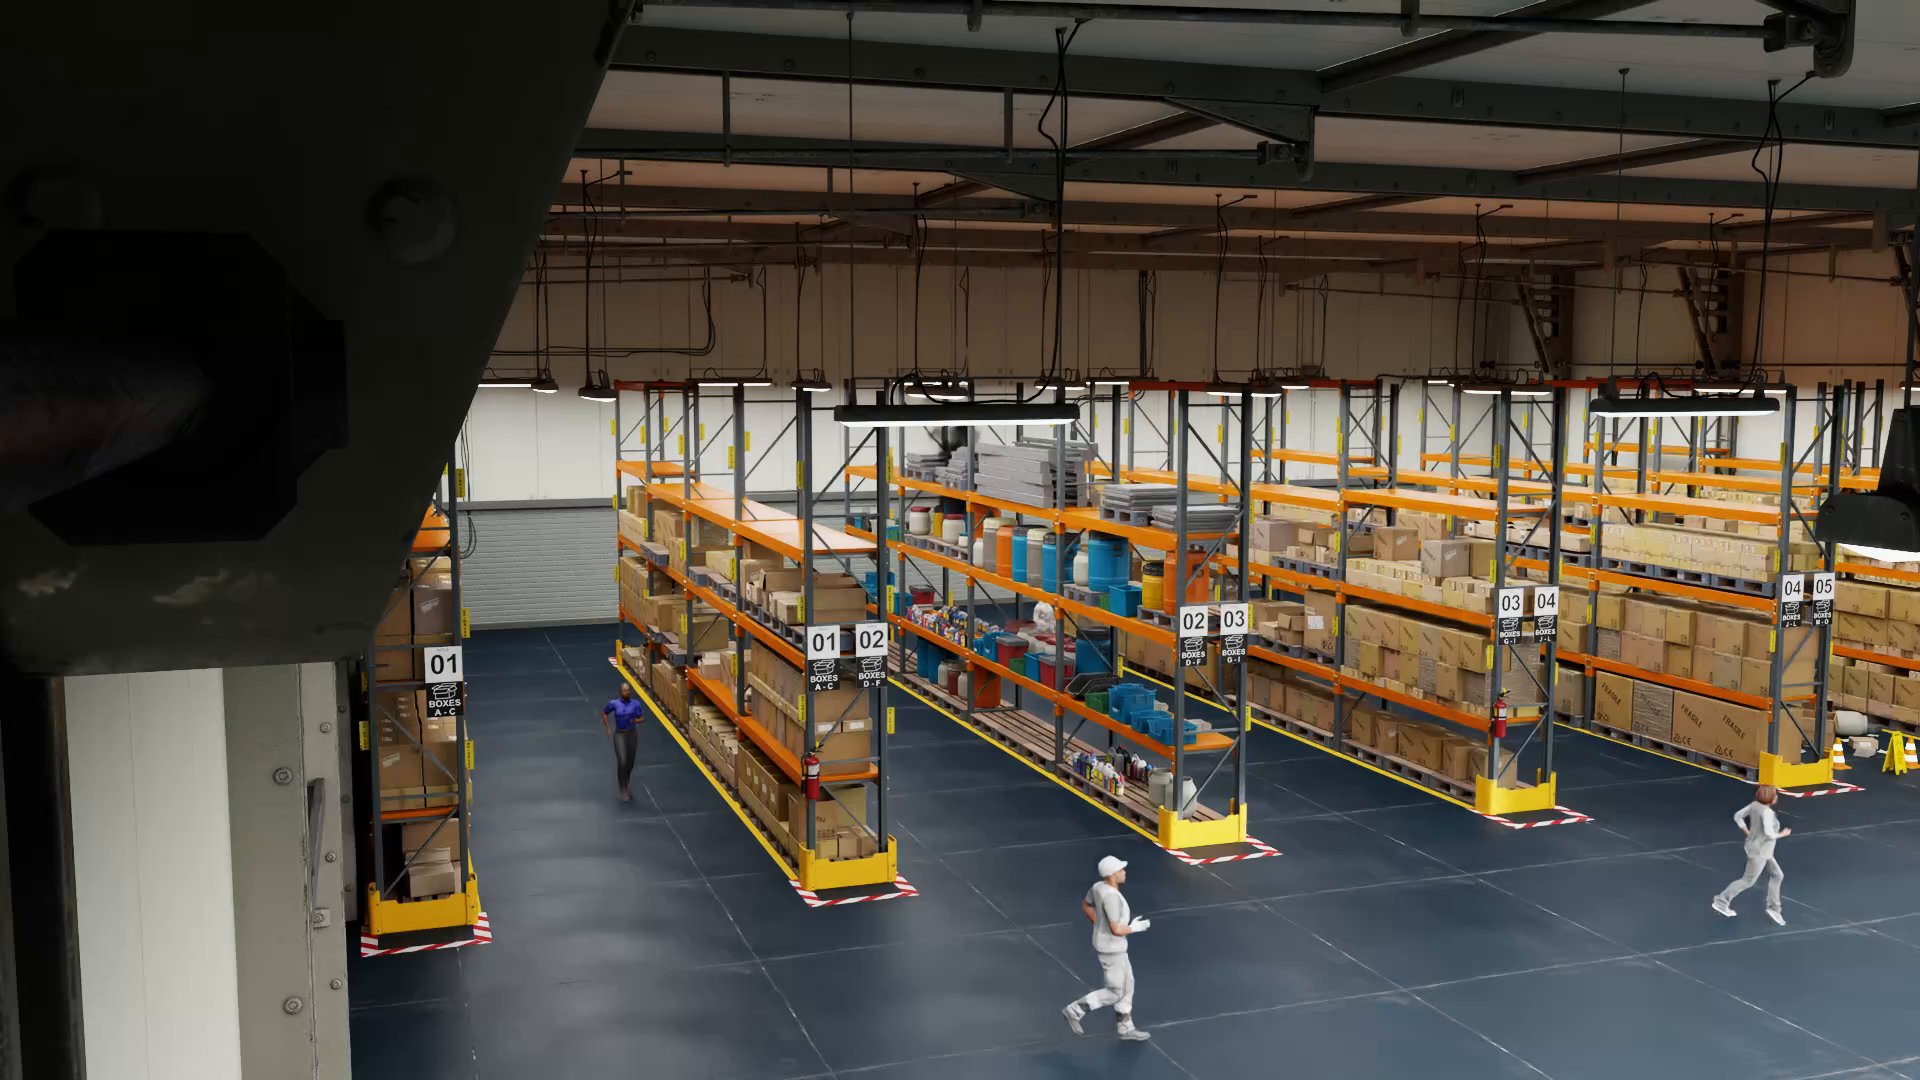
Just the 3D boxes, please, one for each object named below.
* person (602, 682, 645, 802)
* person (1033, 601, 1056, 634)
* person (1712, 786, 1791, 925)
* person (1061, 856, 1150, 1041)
[{"bbox_3d":[-4.909,2.940,24.377,0.549,1.704,0.764,-3,7,-27],"label":"person"},{"bbox_3d":[1.741,1.765,32.638,0.589,1.680,0.528,-3,7,-23],"label":"person"},{"bbox_3d":[8.956,3.571,18.760,0.787,1.638,0.512,1,6,14],"label":"person"},{"bbox_3d":[1.361,3.809,15.486,0.847,1.764,0.664,0,6,-4],"label":"person"}]
